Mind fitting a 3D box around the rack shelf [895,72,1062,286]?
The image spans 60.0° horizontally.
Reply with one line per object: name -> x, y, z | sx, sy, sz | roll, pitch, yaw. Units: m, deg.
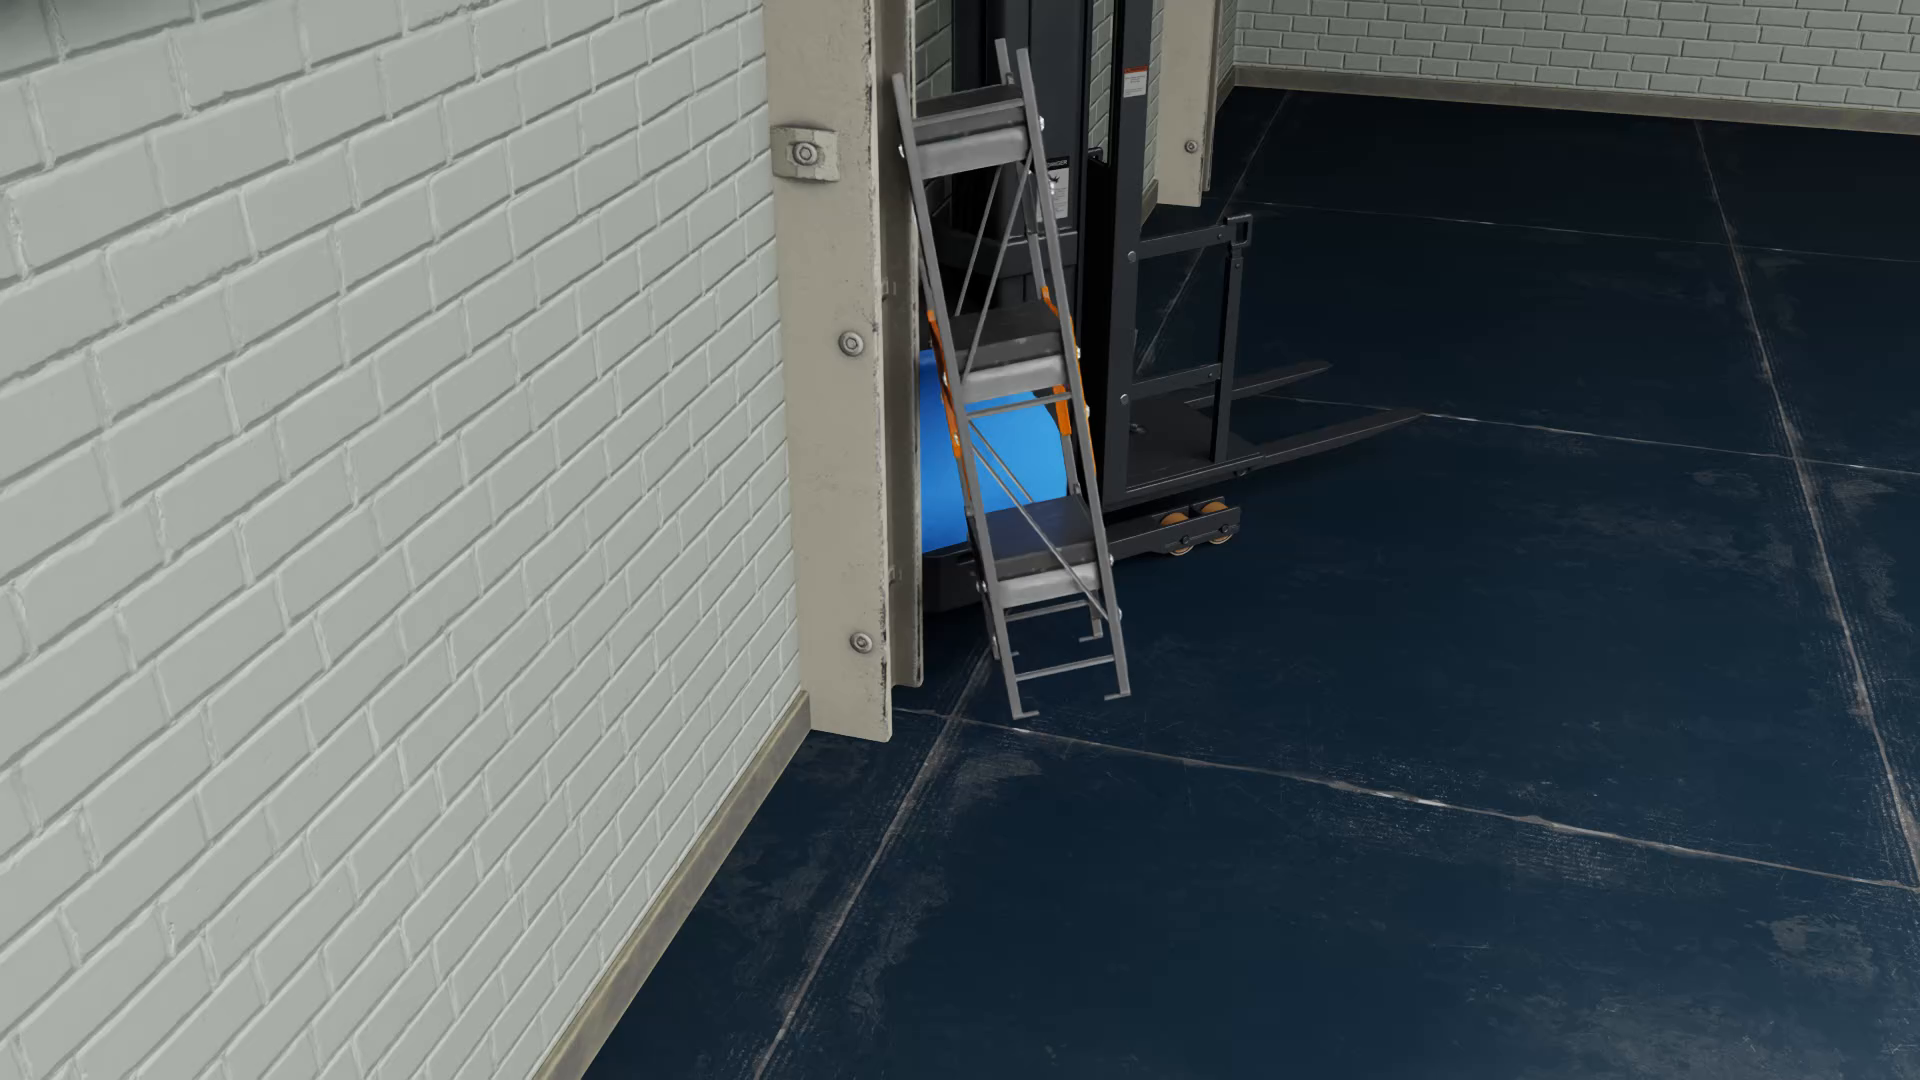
rack shelf -> 0.036, -1.124, 5.131 | 0.431, 0.518, 0.480 | -12, 21, -2

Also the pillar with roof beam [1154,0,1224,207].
pillar with roof beam -> 5.544, -5.546, 7.463 | 9.100, 9.000, 0.400 | 8, 30, 15

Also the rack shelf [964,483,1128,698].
rack shelf -> 0.285, 0.161, 5.627 | 0.431, 0.518, 0.480 | -12, 21, -2

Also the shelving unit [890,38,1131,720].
shelving unit -> 0.158, -0.494, 5.374 | 0.431, 2.100, 0.503 | -12, 21, -2

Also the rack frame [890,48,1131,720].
rack frame -> 0.184, -0.411, 5.146 | 0.400, 2.100, 0.015 | -12, 21, -2

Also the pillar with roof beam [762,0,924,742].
pillar with roof beam -> 3.783, -2.758, 2.450 | 9.100, 9.000, 0.400 | 8, 30, 15

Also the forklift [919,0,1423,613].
forklift -> 0.548, -1.428, 6.303 | 3.031, 2.935, 1.130 | -15, 32, -25

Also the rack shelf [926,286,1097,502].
rack shelf -> 0.160, -0.481, 5.379 | 0.431, 0.518, 0.480 | -12, 21, -2

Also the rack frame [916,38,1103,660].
rack frame -> 0.132, -0.577, 5.602 | 0.400, 2.100, 0.015 | -12, 21, -2
